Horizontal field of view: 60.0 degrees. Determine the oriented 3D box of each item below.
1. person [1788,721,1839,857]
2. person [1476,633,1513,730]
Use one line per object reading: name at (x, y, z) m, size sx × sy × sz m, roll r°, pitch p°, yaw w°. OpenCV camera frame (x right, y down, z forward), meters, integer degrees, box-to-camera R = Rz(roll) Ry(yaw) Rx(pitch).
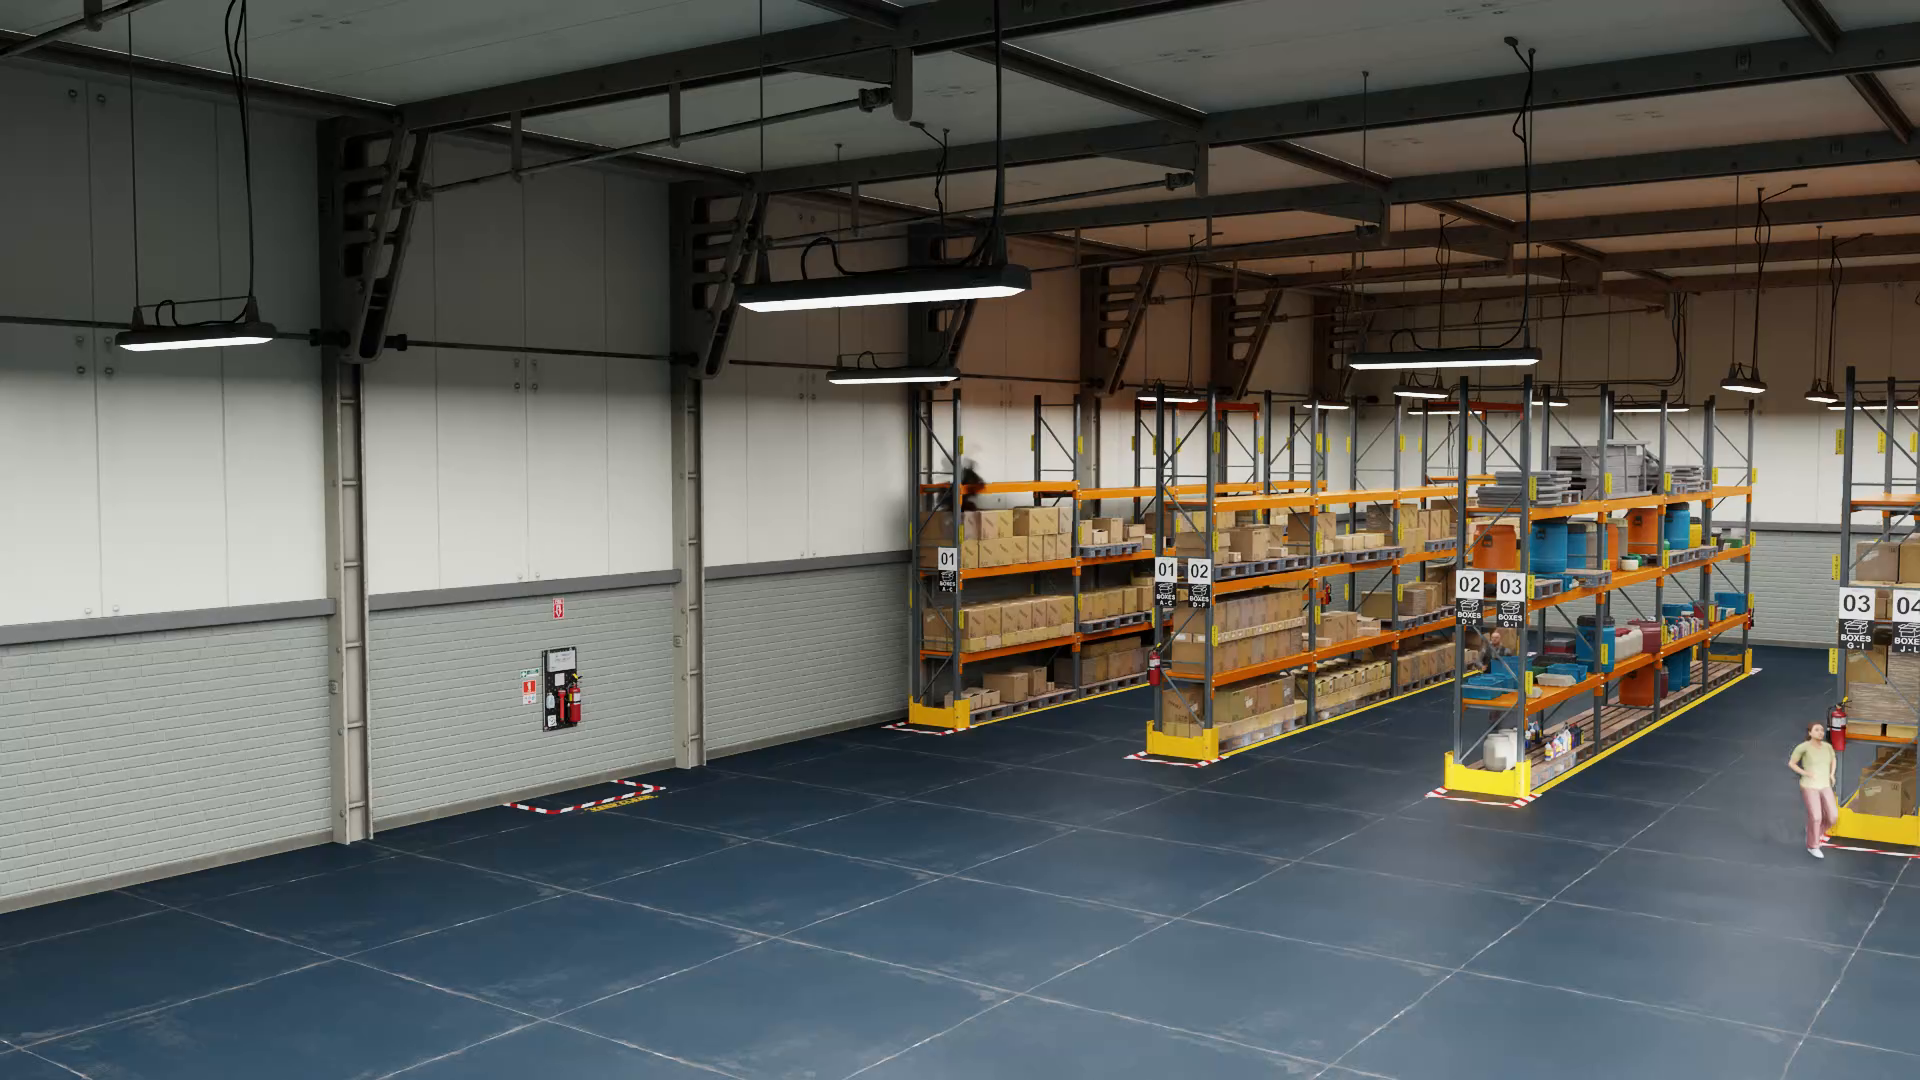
person at (10.473, 3.041, 20.340) m, size 0.632 × 1.660 × 0.531 m, roll 0°, pitch 3°, yaw -4°
person at (9.455, 2.476, 29.358) m, size 0.665 × 1.693 × 0.775 m, roll 2°, pitch 4°, yaw 29°
